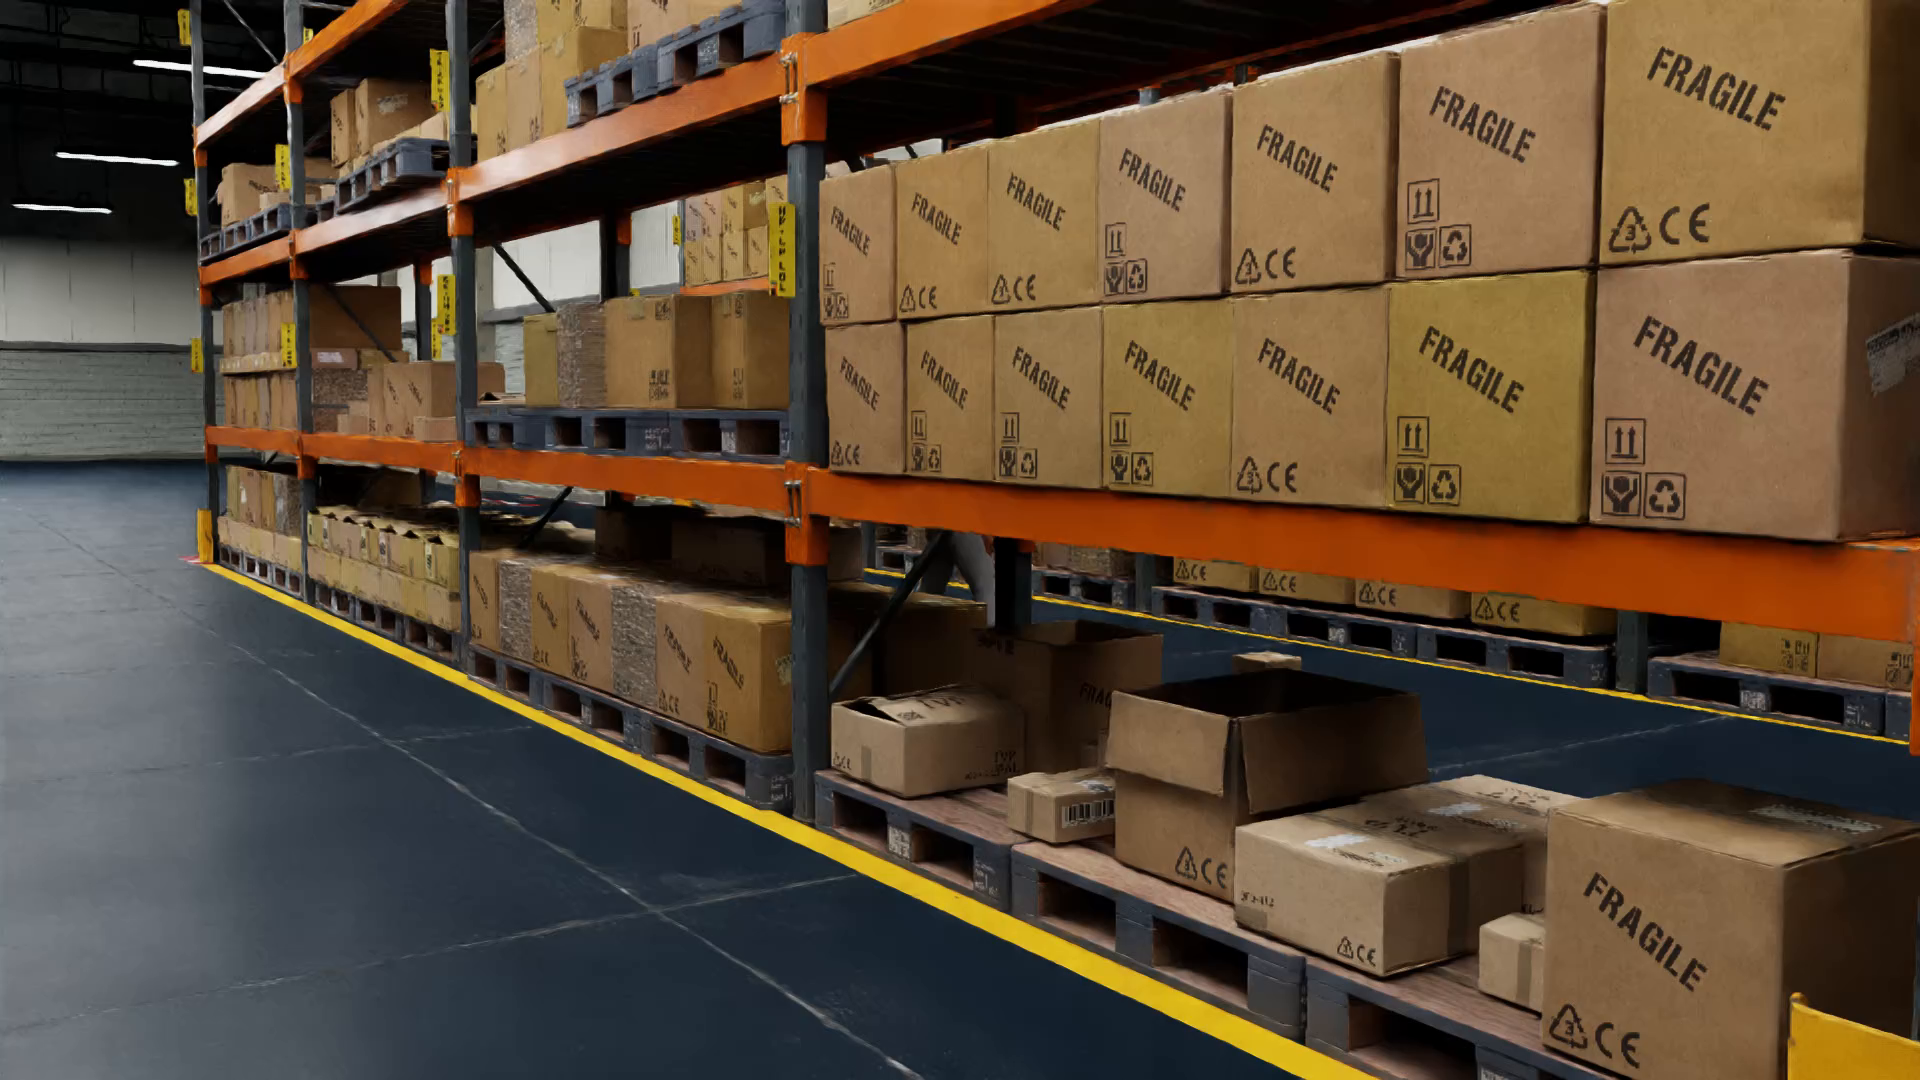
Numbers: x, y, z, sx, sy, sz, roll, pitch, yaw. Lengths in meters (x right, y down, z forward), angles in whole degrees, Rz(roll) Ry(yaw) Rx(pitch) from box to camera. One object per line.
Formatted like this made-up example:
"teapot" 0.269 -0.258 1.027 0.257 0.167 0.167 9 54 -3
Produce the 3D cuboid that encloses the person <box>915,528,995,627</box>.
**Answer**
"person" -0.022 -0.058 9.335 0.562 1.670 0.580 -2 5 -27
